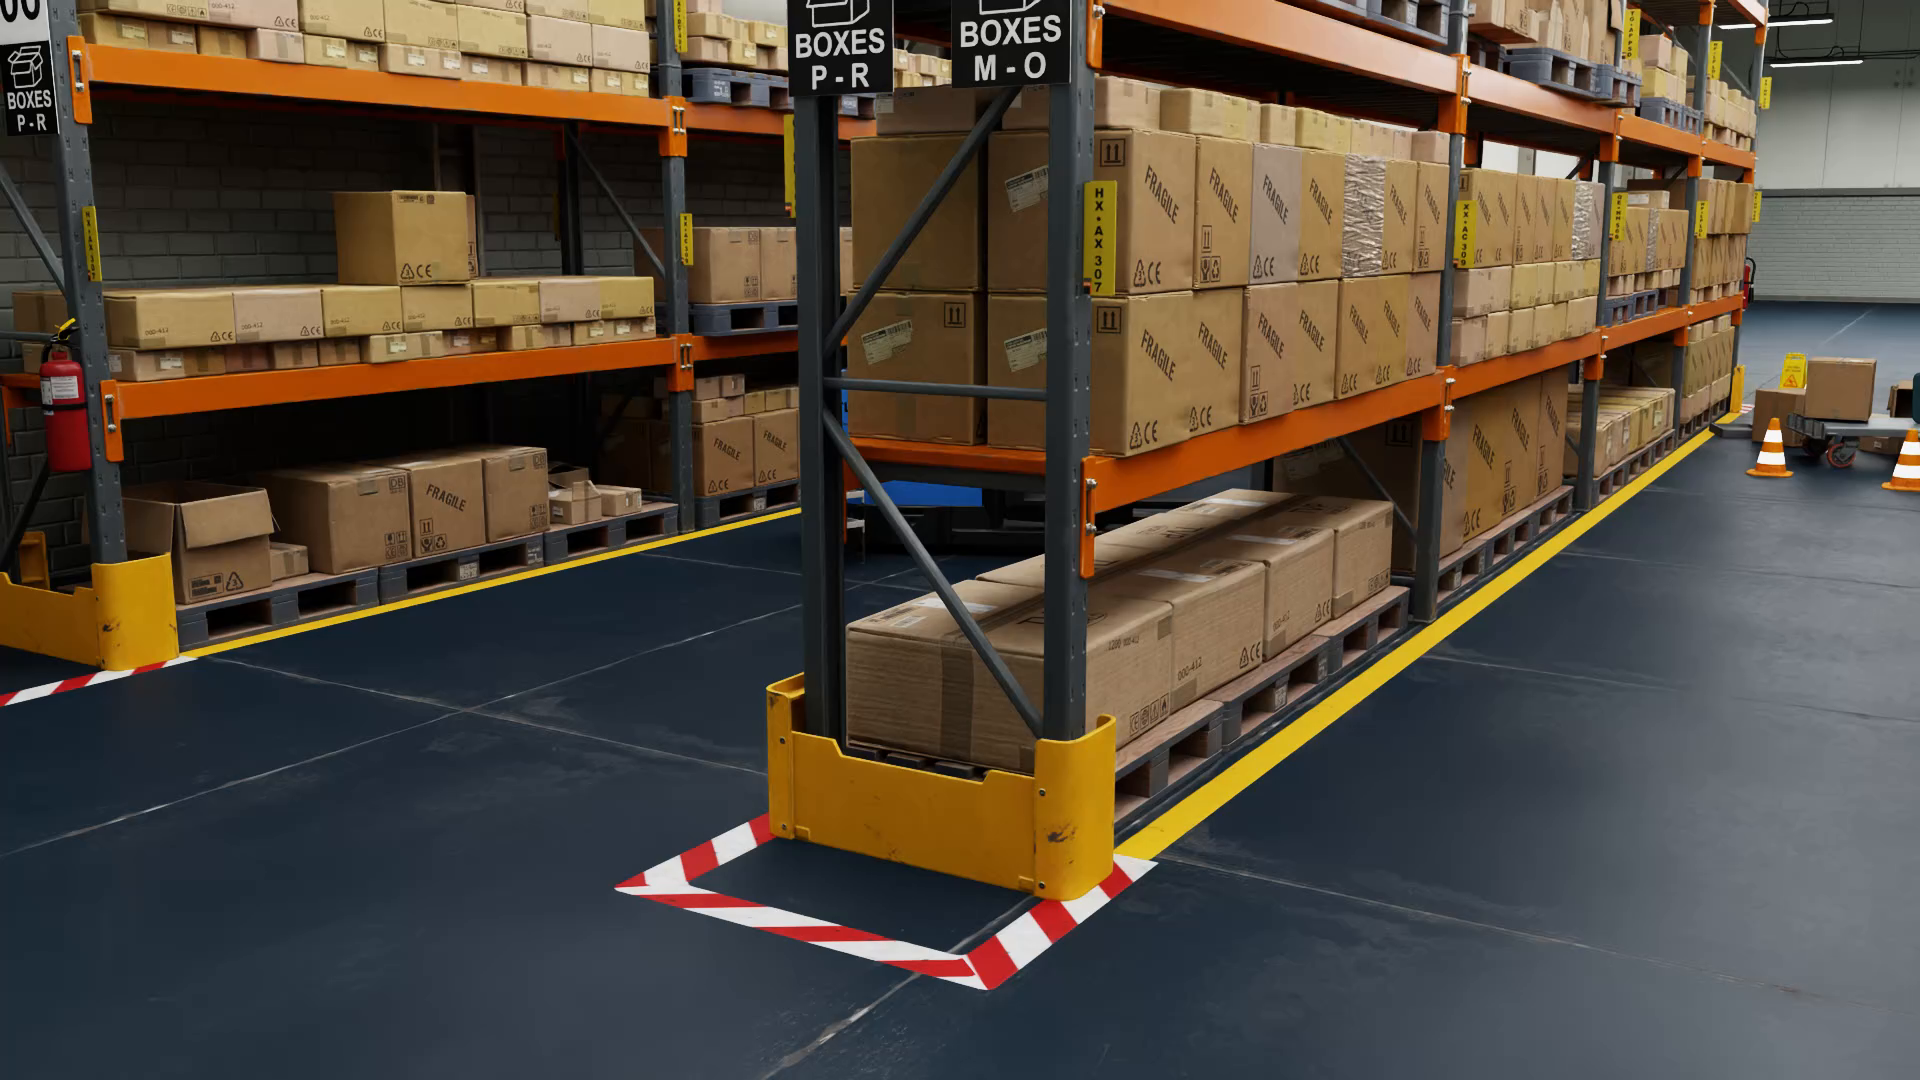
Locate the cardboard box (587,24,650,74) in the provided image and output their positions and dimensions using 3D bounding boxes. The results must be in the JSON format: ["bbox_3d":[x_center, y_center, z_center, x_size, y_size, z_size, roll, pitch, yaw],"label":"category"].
[{"bbox_3d":[-2.271,-3.013,10.258,0.500,0.250,0.500,6,12,31],"label":"cardboard box"}]

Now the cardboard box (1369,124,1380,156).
[{"bbox_3d":[1.639,-1.762,7.377,0.380,0.149,0.250,6,12,30],"label":"cardboard box"}]

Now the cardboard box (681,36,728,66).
[{"bbox_3d":[-1.739,-3.181,10.828,0.380,0.149,0.250,7,12,32],"label":"cardboard box"}]

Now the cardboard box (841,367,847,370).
[{"bbox_3d":[-0.916,-1.353,13.835,0.380,0.149,0.250,7,12,31],"label":"cardboard box"}]

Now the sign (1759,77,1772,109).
[{"bbox_3d":[8.704,-4.833,17.975,0.100,0.325,0.005,6,12,31],"label":"sign"}]

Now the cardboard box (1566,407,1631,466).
[{"bbox_3d":[4.765,-0.841,13.208,0.950,0.372,0.625,6,12,30],"label":"cardboard box"}]

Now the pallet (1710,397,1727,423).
[{"bbox_3d":[7.749,-1.472,18.160,1.003,0.211,1.213,6,12,31],"label":"pallet"}]

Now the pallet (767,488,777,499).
[{"bbox_3d":[-1.212,-0.519,13.069,1.003,0.211,1.213,6,12,31],"label":"pallet"}]

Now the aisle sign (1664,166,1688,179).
[{"bbox_3d":[8.007,-4.297,18.603,0.394,0.787,0.004,6,12,31],"label":"aisle sign"}]

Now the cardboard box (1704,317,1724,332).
[{"bbox_3d":[7.642,-2.226,17.139,0.380,0.149,0.250,7,13,33],"label":"cardboard box"}]

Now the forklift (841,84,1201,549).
[{"bbox_3d":[0.626,-1.432,10.554,3.031,2.935,1.130,1,11,4],"label":"forklift"}]

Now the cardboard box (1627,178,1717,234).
[{"bbox_3d":[6.577,-3.086,15.402,0.700,0.500,0.500,6,12,30],"label":"cardboard box"}]

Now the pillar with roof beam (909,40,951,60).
[{"bbox_3d":[3.428,-5.024,13.248,9.100,9.000,0.400,6,12,31],"label":"pillar with roof beam"}]

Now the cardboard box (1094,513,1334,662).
[{"bbox_3d":[1.128,0.190,7.523,0.875,0.438,0.875,6,12,29],"label":"cardboard box"}]

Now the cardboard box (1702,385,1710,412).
[{"bbox_3d":[7.241,-1.441,16.745,0.500,0.250,0.500,6,12,30],"label":"cardboard box"}]

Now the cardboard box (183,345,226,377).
[{"bbox_3d":[-3.813,-0.883,8.117,0.380,0.149,0.250,7,13,32],"label":"cardboard box"}]

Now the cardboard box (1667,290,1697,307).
[{"bbox_3d":[6.601,-2.246,15.396,0.380,0.149,0.250,6,12,30],"label":"cardboard box"}]

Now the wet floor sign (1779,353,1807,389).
[{"bbox_3d":[9.253,-1.750,18.462,0.232,0.644,0.267,-8,13,-38],"label":"wet floor sign"}]

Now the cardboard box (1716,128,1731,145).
[{"bbox_3d":[7.279,-3.921,16.194,0.380,0.149,0.250,6,12,30],"label":"cardboard box"}]

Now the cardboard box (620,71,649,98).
[{"bbox_3d":[-2.168,-2.832,10.376,0.380,0.149,0.250,6,12,30],"label":"cardboard box"}]

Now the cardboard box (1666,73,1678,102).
[{"bbox_3d":[5.717,-3.773,13.984,0.500,0.250,0.500,7,12,31],"label":"cardboard box"}]

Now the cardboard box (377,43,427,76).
[{"bbox_3d":[-3.068,-2.547,8.855,0.380,0.149,0.250,6,12,31],"label":"cardboard box"}]

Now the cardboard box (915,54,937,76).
[{"bbox_3d":[-0.405,-3.778,13.259,0.380,0.149,0.250,6,12,29],"label":"cardboard box"}]

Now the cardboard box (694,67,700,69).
[{"bbox_3d":[-1.899,-3.311,11.519,0.380,0.149,0.250,6,12,29],"label":"cardboard box"}]

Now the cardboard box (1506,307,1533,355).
[{"bbox_3d":[3.011,-1.223,9.658,0.500,0.250,0.500,6,12,30],"label":"cardboard box"}]

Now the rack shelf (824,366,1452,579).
[{"bbox_3d":[0.972,-0.424,6.937,1.077,0.370,4.000,6,12,31],"label":"rack shelf"}]

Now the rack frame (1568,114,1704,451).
[{"bbox_3d":[6.164,-2.350,15.272,1.000,3.000,0.127,6,12,31],"label":"rack frame"}]

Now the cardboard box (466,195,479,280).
[{"bbox_3d":[-3.235,-1.798,9.883,0.500,0.500,0.500,6,12,29],"label":"cardboard box"}]

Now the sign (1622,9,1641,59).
[{"bbox_3d":[4.557,-3.434,11.291,0.100,0.325,0.005,6,12,31],"label":"sign"}]

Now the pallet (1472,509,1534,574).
[{"bbox_3d":[2.979,-0.043,10.523,1.003,0.211,1.213,6,12,31],"label":"pallet"}]

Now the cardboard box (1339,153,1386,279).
[{"bbox_3d":[1.474,-1.372,7.058,0.500,0.500,0.500,7,12,31],"label":"cardboard box"}]

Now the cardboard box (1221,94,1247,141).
[{"bbox_3d":[0.784,-1.473,5.834,0.380,0.149,0.250,6,12,29],"label":"cardboard box"}]

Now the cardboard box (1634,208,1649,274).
[{"bbox_3d":[5.053,-2.339,12.987,0.500,0.500,0.500,7,12,32],"label":"cardboard box"}]

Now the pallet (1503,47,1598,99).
[{"bbox_3d":[3.220,-2.820,10.144,1.003,0.211,1.213,7,13,33],"label":"pallet"}]

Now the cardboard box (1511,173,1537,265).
[{"bbox_3d":[2.987,-1.836,9.535,0.500,0.500,0.500,6,12,29],"label":"cardboard box"}]

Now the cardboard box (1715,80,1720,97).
[{"bbox_3d":[6.861,-4.196,15.494,0.380,0.149,0.250,6,12,29],"label":"cardboard box"}]

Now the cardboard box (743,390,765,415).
[{"bbox_3d":[-1.619,-0.986,11.872,0.380,0.149,0.250,6,12,28],"label":"cardboard box"}]

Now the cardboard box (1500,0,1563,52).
[{"bbox_3d":[3.258,-2.961,9.605,0.396,0.266,0.258,8,13,35],"label":"cardboard box"}]

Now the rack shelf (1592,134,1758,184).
[{"bbox_3d":[7.202,-3.786,16.742,1.077,0.370,4.000,6,12,31],"label":"rack shelf"}]

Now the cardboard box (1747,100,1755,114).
[{"bbox_3d":[8.317,-4.641,17.871,0.380,0.149,0.250,7,12,31],"label":"cardboard box"}]

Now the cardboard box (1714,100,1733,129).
[{"bbox_3d":[7.157,-4.100,16.064,0.500,0.250,0.500,7,12,31],"label":"cardboard box"}]

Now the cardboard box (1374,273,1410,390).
[{"bbox_3d":[1.725,-0.963,7.587,0.500,0.500,0.500,6,12,29],"label":"cardboard box"}]

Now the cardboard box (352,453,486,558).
[{"bbox_3d":[-3.075,-0.206,9.469,0.500,0.500,0.500,7,12,32],"label":"cardboard box"}]

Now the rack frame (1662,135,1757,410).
[{"bbox_3d":[8.240,-2.979,18.632,1.000,3.000,0.127,6,12,31],"label":"rack frame"}]

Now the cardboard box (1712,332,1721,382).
[{"bbox_3d":[7.511,-1.891,17.111,0.500,0.500,0.500,6,12,29],"label":"cardboard box"}]

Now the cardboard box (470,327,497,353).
[{"bbox_3d":[-2.912,-1.170,9.652,0.380,0.149,0.250,7,12,32],"label":"cardboard box"}]

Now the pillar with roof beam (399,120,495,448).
[{"bbox_3d":[0.313,-4.080,8.207,9.100,9.000,0.400,6,12,31],"label":"pillar with roof beam"}]

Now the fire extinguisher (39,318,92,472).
[{"bbox_3d":[-3.992,-0.648,7.403,0.296,0.674,0.183,6,12,31],"label":"fire extinguisher"}]

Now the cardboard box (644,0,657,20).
[{"bbox_3d":[-2.134,-3.577,11.007,0.396,0.266,0.258,6,12,30],"label":"cardboard box"}]

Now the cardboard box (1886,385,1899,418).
[{"bbox_3d":[9.492,-1.234,16.094,0.797,0.503,0.637,-2,11,-9],"label":"cardboard box"}]

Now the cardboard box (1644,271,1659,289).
[{"bbox_3d":[5.590,-2.167,13.833,0.380,0.149,0.250,6,12,31],"label":"cardboard box"}]

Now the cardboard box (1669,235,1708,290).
[{"bbox_3d":[6.630,-2.588,15.463,0.500,0.500,0.500,6,12,31],"label":"cardboard box"}]

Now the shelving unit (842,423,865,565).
[{"bbox_3d":[-0.731,-0.298,10.017,0.210,0.900,0.258,-9,14,-39],"label":"shelving unit"}]

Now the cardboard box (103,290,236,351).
[{"bbox_3d":[-3.845,-1.055,7.951,0.500,0.250,0.500,6,12,31],"label":"cardboard box"}]

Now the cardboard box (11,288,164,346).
[{"bbox_3d":[-4.299,-1.107,8.229,0.500,0.250,0.500,7,13,32],"label":"cardboard box"}]

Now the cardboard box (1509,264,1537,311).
[{"bbox_3d":[3.011,-1.468,9.607,0.500,0.250,0.500,7,12,31],"label":"cardboard box"}]
